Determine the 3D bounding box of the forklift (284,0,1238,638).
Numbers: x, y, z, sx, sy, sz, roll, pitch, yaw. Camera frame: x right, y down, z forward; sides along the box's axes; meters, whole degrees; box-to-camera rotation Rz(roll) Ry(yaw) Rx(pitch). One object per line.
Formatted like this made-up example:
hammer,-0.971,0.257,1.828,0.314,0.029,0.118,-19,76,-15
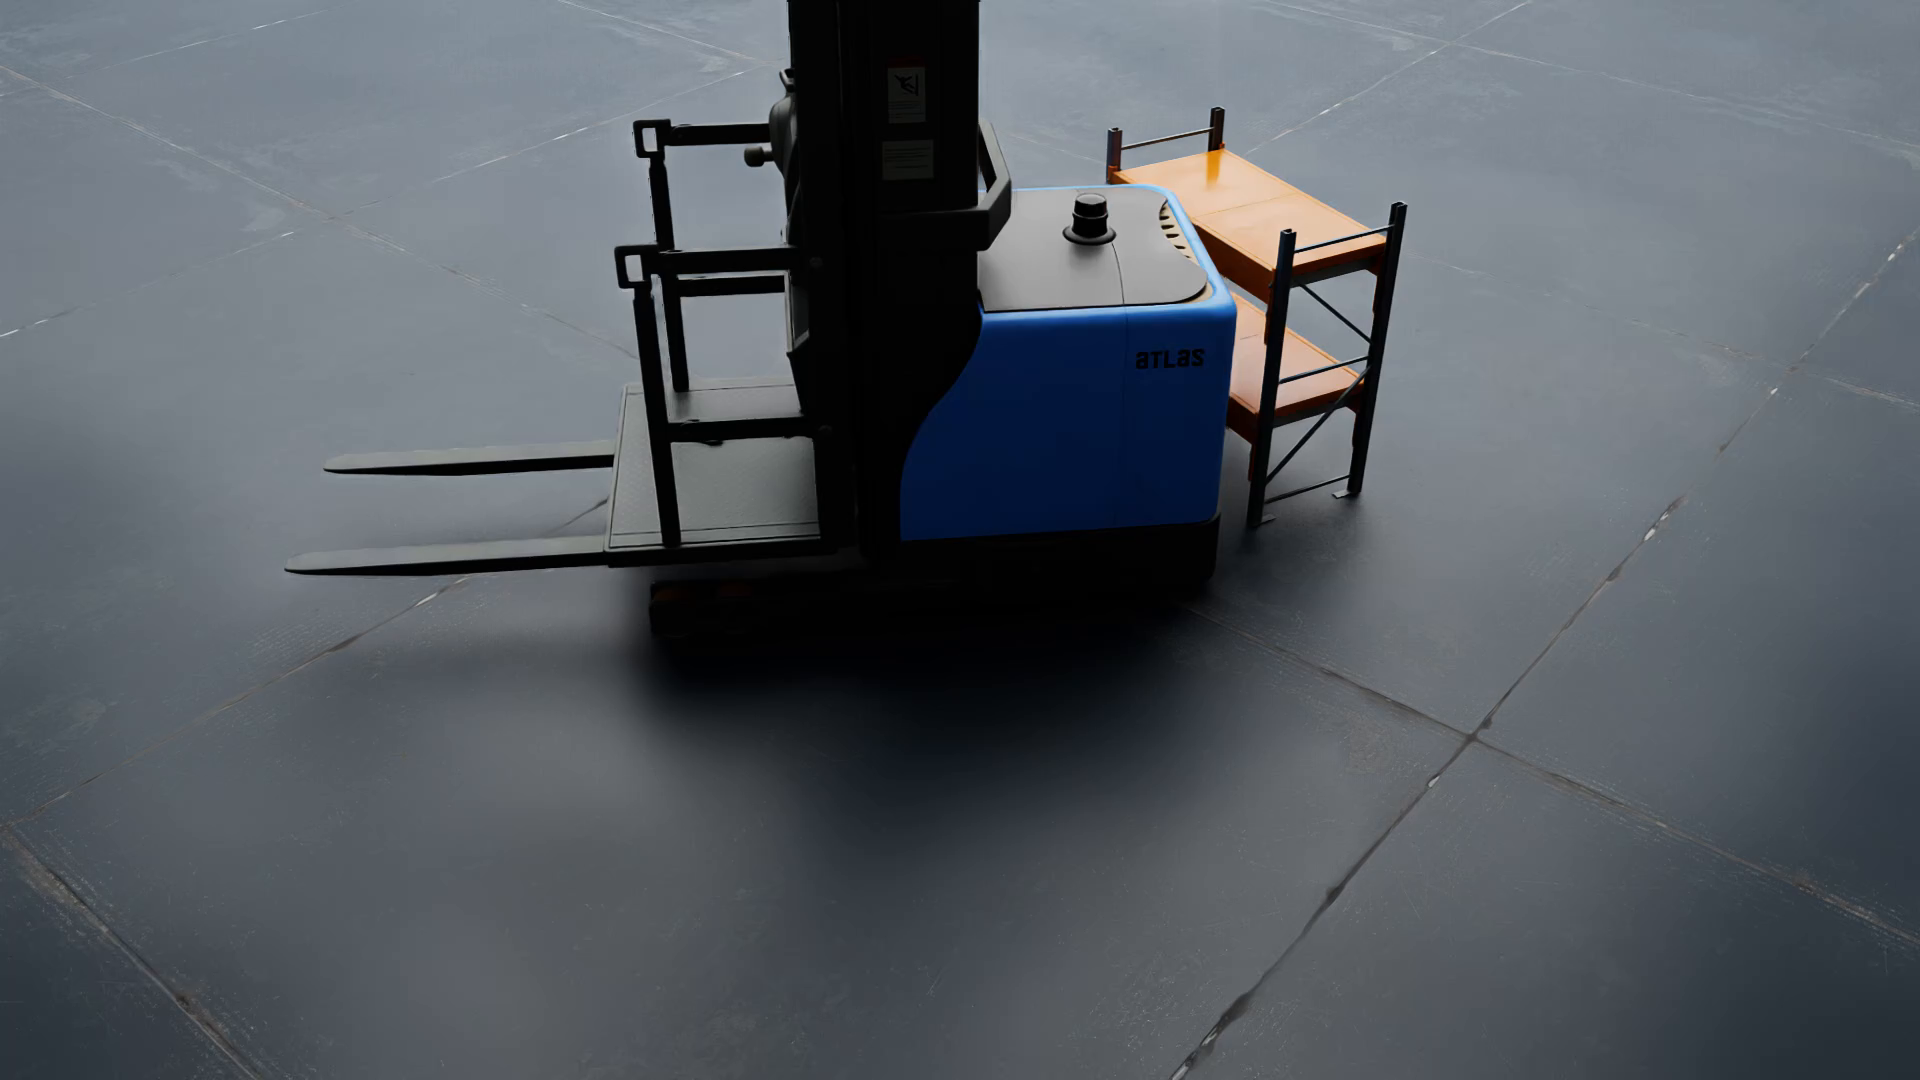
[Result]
forklift,-0.695,-1.208,5.024,3.031,2.935,1.130,-4,35,-5

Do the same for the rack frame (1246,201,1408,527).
rack frame,1.249,-0.584,5.711,0.500,1.125,0.032,-17,38,-23

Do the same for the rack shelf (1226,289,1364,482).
rack shelf,1.007,-0.635,6.218,0.538,0.278,1.000,-17,38,-23

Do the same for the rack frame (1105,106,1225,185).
rack frame,0.765,-1.090,6.448,0.500,1.125,0.032,-17,38,-23

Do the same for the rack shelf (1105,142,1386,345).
rack shelf,1.007,-1.078,5.913,0.538,0.278,1.000,-17,38,-23

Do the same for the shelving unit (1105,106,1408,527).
shelving unit,1.007,-0.837,6.079,0.538,1.125,1.048,-17,38,-23
